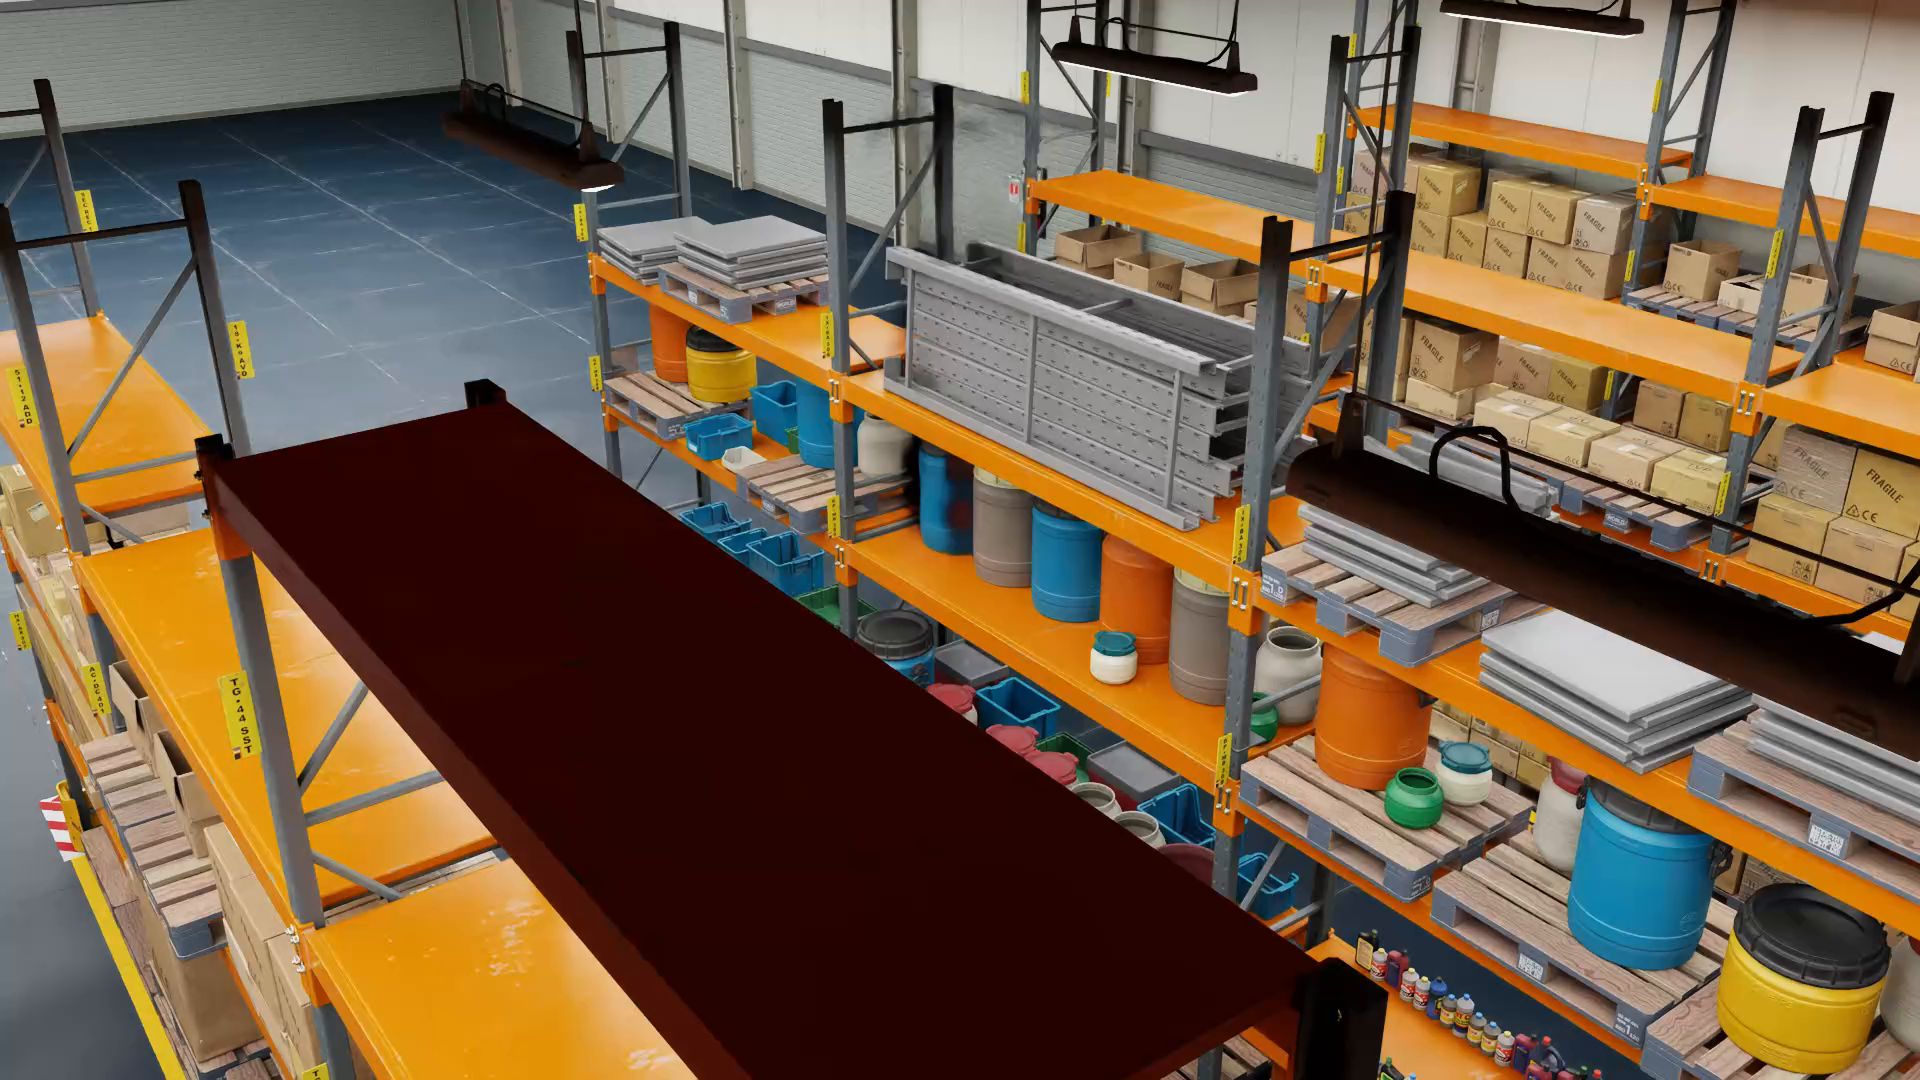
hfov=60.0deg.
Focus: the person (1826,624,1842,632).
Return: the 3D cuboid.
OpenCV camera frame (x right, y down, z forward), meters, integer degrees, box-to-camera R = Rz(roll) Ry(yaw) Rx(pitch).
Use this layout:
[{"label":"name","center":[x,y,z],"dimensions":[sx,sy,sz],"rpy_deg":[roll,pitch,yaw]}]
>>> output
[{"label":"person","center":[7.202,1.394,14.022],"dimensions":[0.593,1.705,0.815],"rpy_deg":[-22,33,-39]}]
